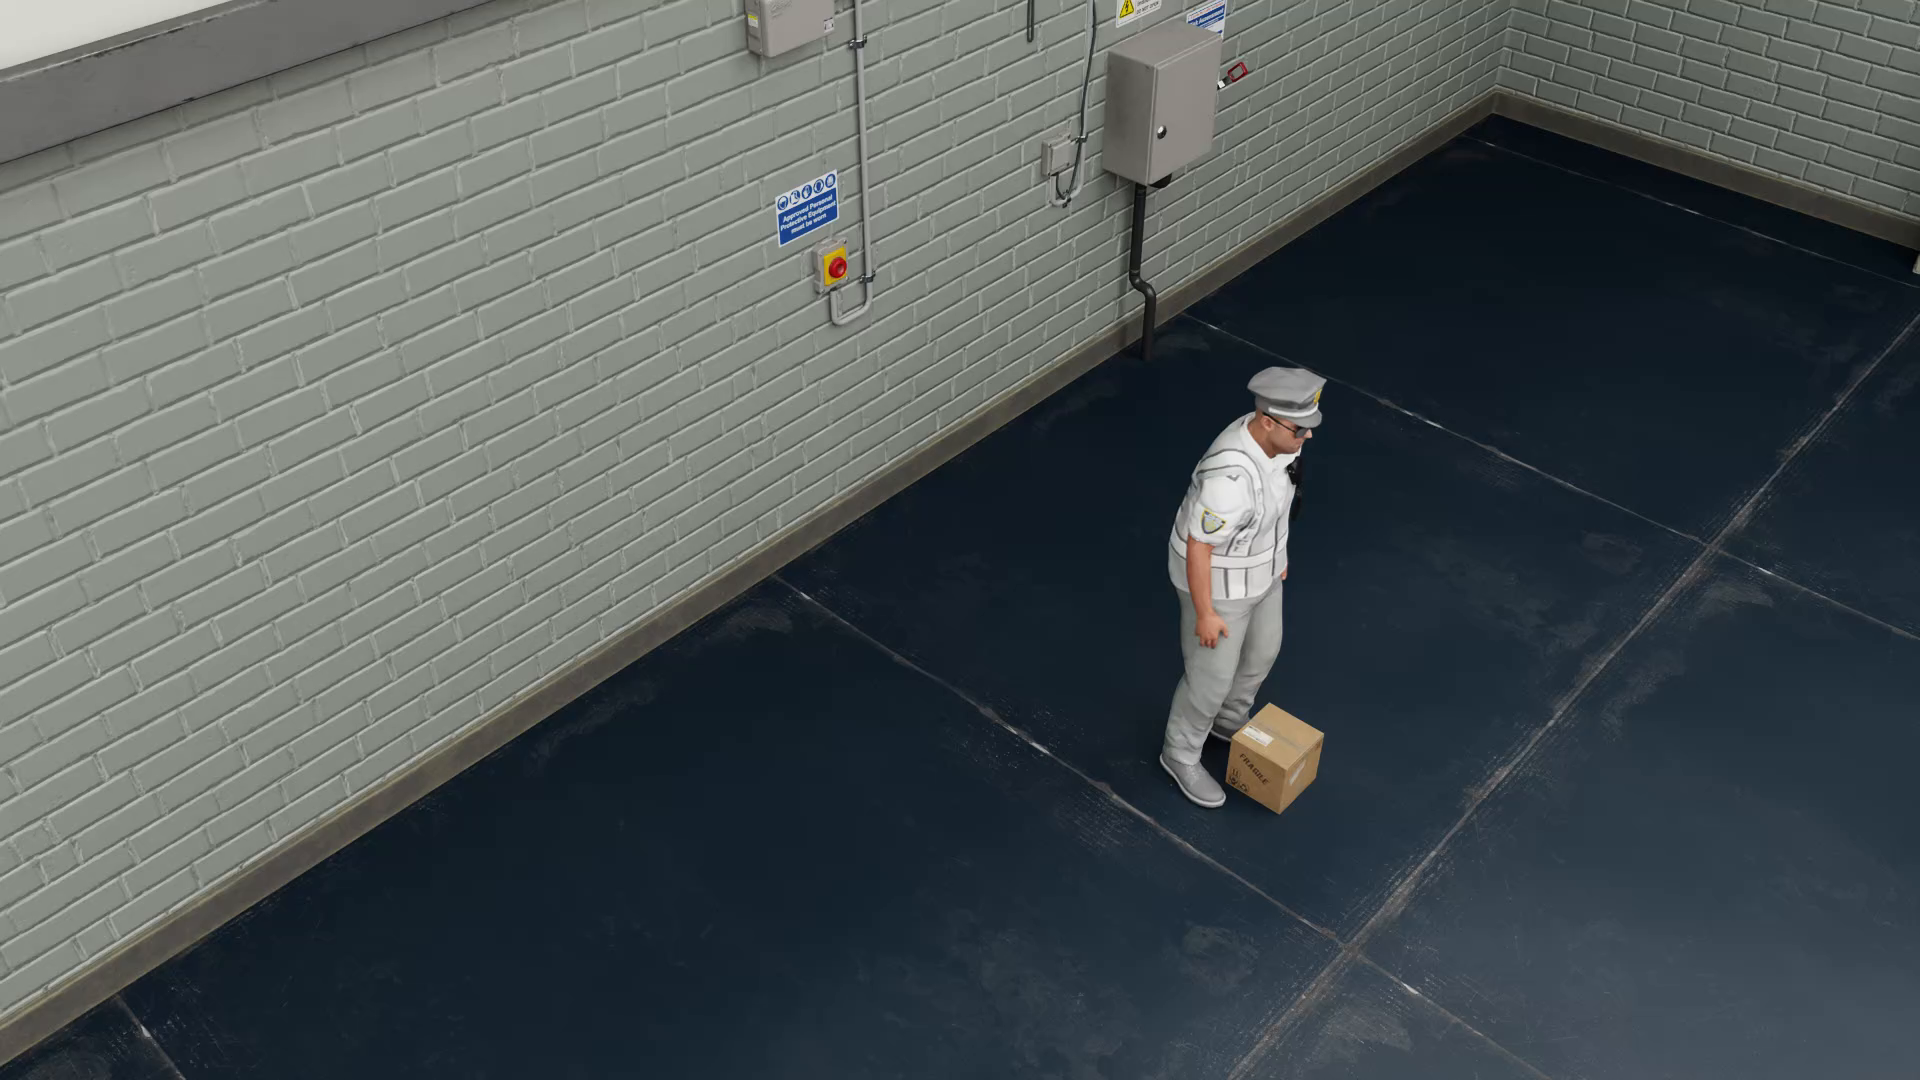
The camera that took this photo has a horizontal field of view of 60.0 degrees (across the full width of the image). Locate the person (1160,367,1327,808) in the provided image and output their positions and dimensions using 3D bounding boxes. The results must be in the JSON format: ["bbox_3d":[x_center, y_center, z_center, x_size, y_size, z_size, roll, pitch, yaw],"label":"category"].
[{"bbox_3d":[1.003,0.139,5.978,0.480,1.747,0.601,27,46,29],"label":"person"}]
